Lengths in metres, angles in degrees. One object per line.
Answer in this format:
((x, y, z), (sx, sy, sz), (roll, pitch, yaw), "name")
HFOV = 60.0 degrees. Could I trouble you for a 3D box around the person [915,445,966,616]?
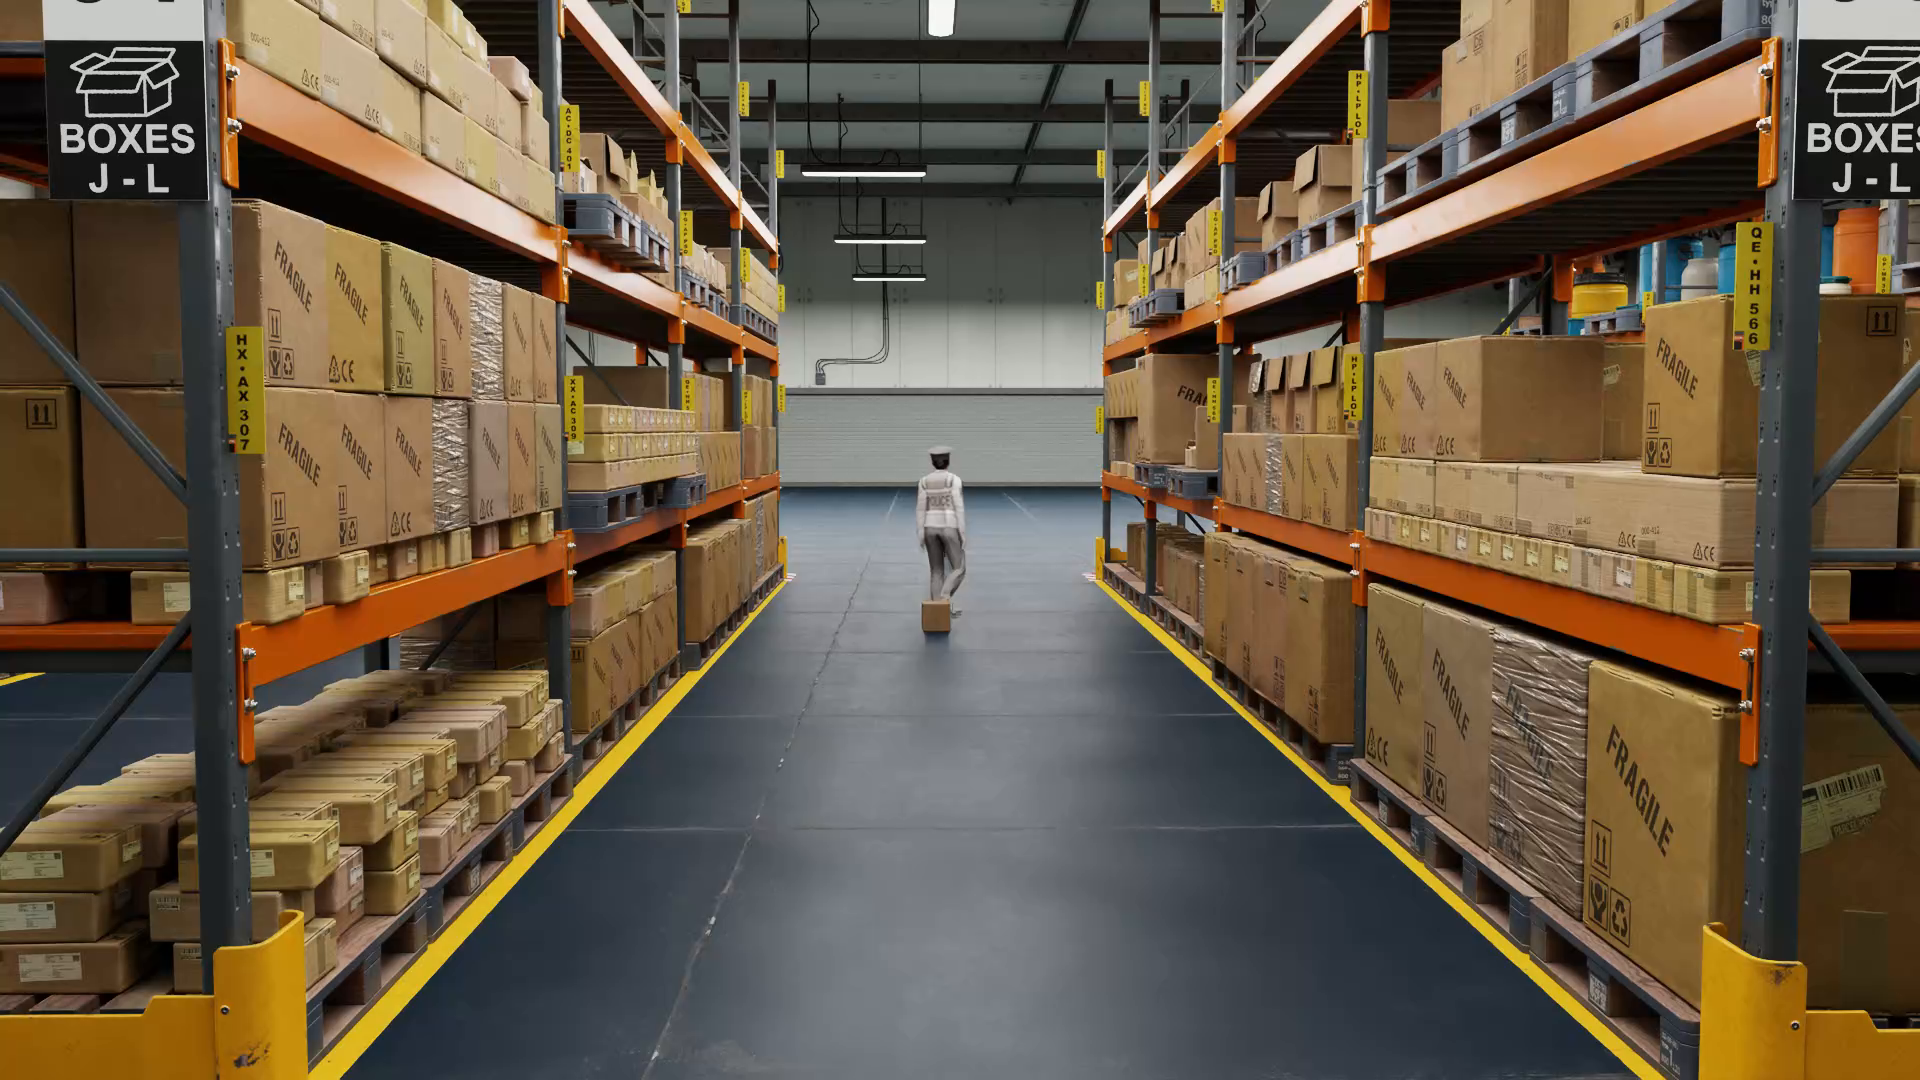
((-0.192, -0.052, 15.638), (0.533, 1.669, 0.530), (2, 4, 23), "person")
